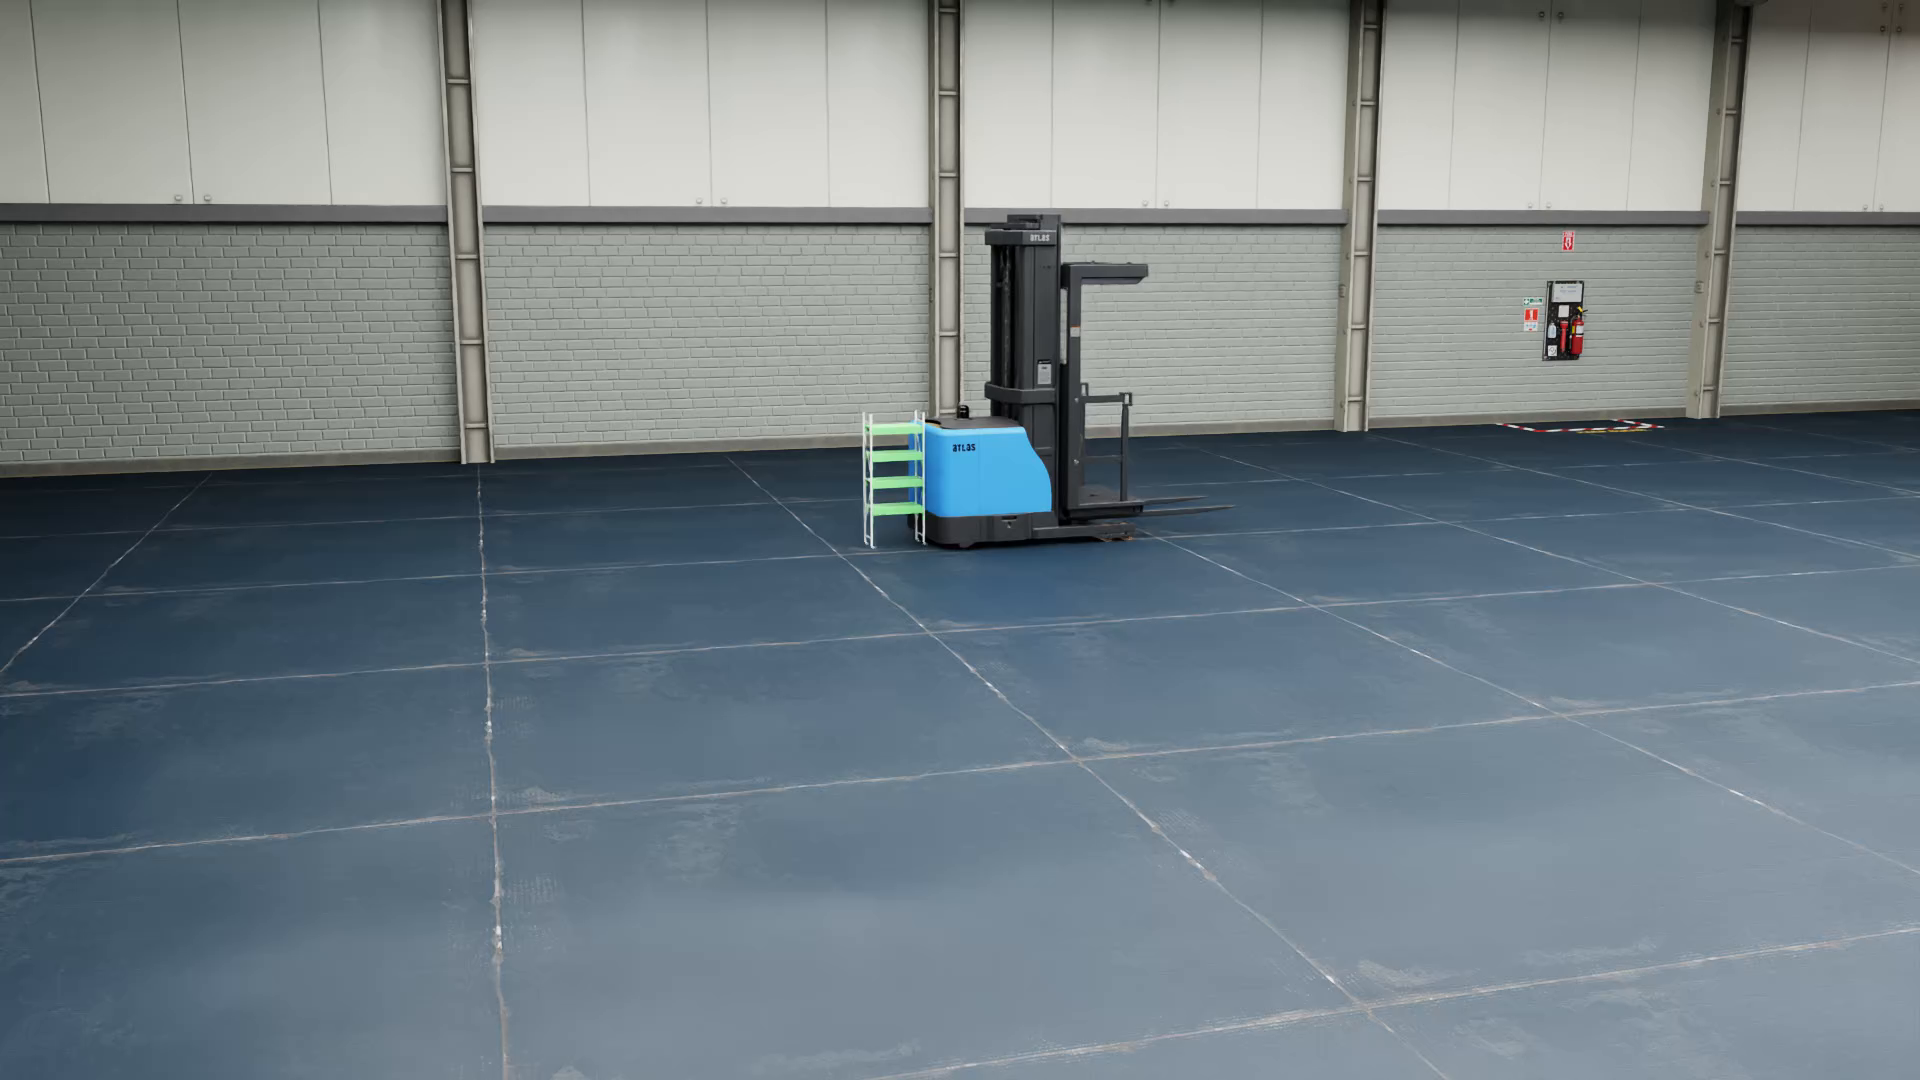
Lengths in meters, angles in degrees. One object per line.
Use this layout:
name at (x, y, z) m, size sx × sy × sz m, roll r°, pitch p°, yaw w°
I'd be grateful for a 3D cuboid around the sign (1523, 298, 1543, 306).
sign at (8.409, -3.498, 24.405) m, size 0.331 × 0.109 × 0.001 m, roll -3°, pitch 11°, yaw -16°

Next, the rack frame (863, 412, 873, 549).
rack frame at (-0.823, -0.535, 14.843) m, size 0.015 × 1.200 × 0.240 m, roll -4°, pitch 11°, yaw -19°

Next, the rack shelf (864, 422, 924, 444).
rack shelf at (-0.592, -0.959, 14.846) m, size 0.480 × 0.148 × 0.258 m, roll -4°, pitch 11°, yaw -19°

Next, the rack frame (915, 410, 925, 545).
rack frame at (-0.361, -0.564, 14.999) m, size 0.015 × 1.200 × 0.240 m, roll -4°, pitch 11°, yaw -19°

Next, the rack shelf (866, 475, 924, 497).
rack shelf at (-0.592, -0.487, 14.933) m, size 0.480 × 0.148 × 0.258 m, roll -4°, pitch 11°, yaw -19°

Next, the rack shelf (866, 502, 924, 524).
rack shelf at (-0.592, -0.251, 14.976) m, size 0.480 × 0.148 × 0.258 m, roll -4°, pitch 11°, yaw -19°

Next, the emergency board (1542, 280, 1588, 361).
emergency board at (8.962, -3.231, 24.518) m, size 0.643 × 1.169 × 0.194 m, roll -3°, pitch 11°, yaw -16°

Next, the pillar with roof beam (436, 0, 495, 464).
pillar with roof beam at (-4.734, -4.641, 15.605) m, size 0.400 × 9.000 × 9.100 m, roll -3°, pitch 11°, yaw -16°

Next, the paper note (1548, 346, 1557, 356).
paper note at (8.773, -2.801, 24.615) m, size 0.142 × 0.148 × 0.016 m, roll -3°, pitch 11°, yaw -16°

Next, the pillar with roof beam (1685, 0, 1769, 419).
pillar with roof beam at (12.548, -5.552, 20.553) m, size 0.548 × 9.000 × 9.100 m, roll -3°, pitch 11°, yaw -16°

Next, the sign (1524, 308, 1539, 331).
sign at (8.402, -3.239, 24.461) m, size 0.234 × 0.329 × 0.001 m, roll -3°, pitch 11°, yaw -16°

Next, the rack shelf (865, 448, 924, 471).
rack shelf at (-0.592, -0.723, 14.889) m, size 0.480 × 0.148 × 0.258 m, roll -4°, pitch 11°, yaw -19°

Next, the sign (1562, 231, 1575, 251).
sign at (8.926, -4.388, 24.400) m, size 0.199 × 0.298 × 0.001 m, roll -3°, pitch 11°, yaw -16°

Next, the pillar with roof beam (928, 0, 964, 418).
pillar with roof beam at (1.027, -4.945, 17.255) m, size 0.400 × 9.000 × 9.100 m, roll -3°, pitch 11°, yaw -16°

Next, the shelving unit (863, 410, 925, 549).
shelving unit at (-0.592, -0.550, 14.921) m, size 0.503 × 1.200 × 0.258 m, roll -4°, pitch 11°, yaw -19°

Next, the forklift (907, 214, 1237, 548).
forklift at (1.084, -1.509, 15.353) m, size 3.031 × 2.935 × 1.130 m, roll -4°, pitch 11°, yaw -19°

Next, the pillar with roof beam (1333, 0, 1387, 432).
pillar with roof beam at (6.788, -5.248, 18.904) m, size 0.400 × 9.000 × 9.100 m, roll -3°, pitch 11°, yaw -16°
